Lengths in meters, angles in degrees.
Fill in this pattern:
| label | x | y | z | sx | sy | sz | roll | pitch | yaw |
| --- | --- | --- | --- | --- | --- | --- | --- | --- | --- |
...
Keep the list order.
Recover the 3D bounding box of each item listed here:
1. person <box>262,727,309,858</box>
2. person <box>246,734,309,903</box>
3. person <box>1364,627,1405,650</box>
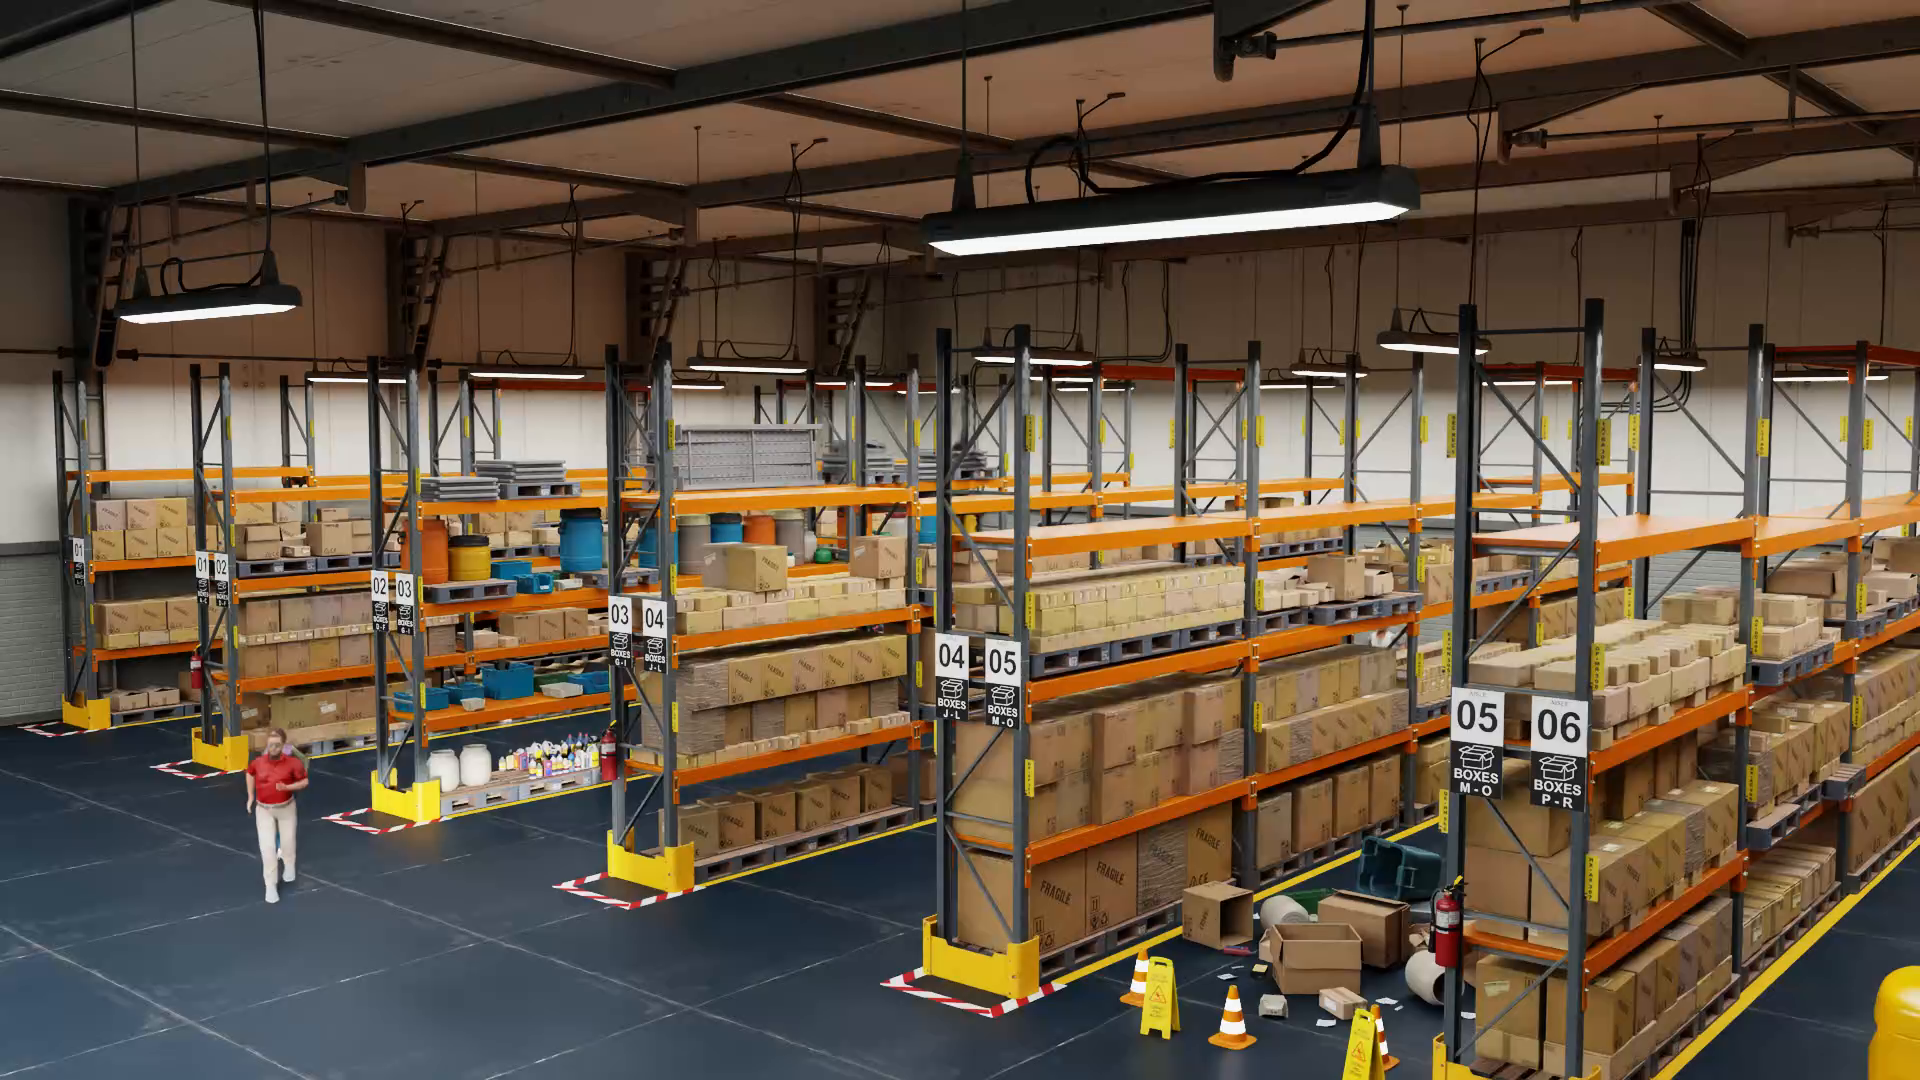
| label | x | y | z | sx | sy | sz | roll | pitch | yaw |
| --- | --- | --- | --- | --- | --- | --- | --- | --- | --- |
| person | -7.988 | 2.982 | 19.609 | 0.570 | 1.563 | 0.612 | -1 | 4 | -13 |
| person | -7.441 | 2.971 | 18.142 | 0.653 | 1.743 | 0.968 | -1 | 4 | -18 |
| person | 7.216 | 2.205 | 28.466 | 0.695 | 1.791 | 0.998 | 3 | 5 | 35 |
